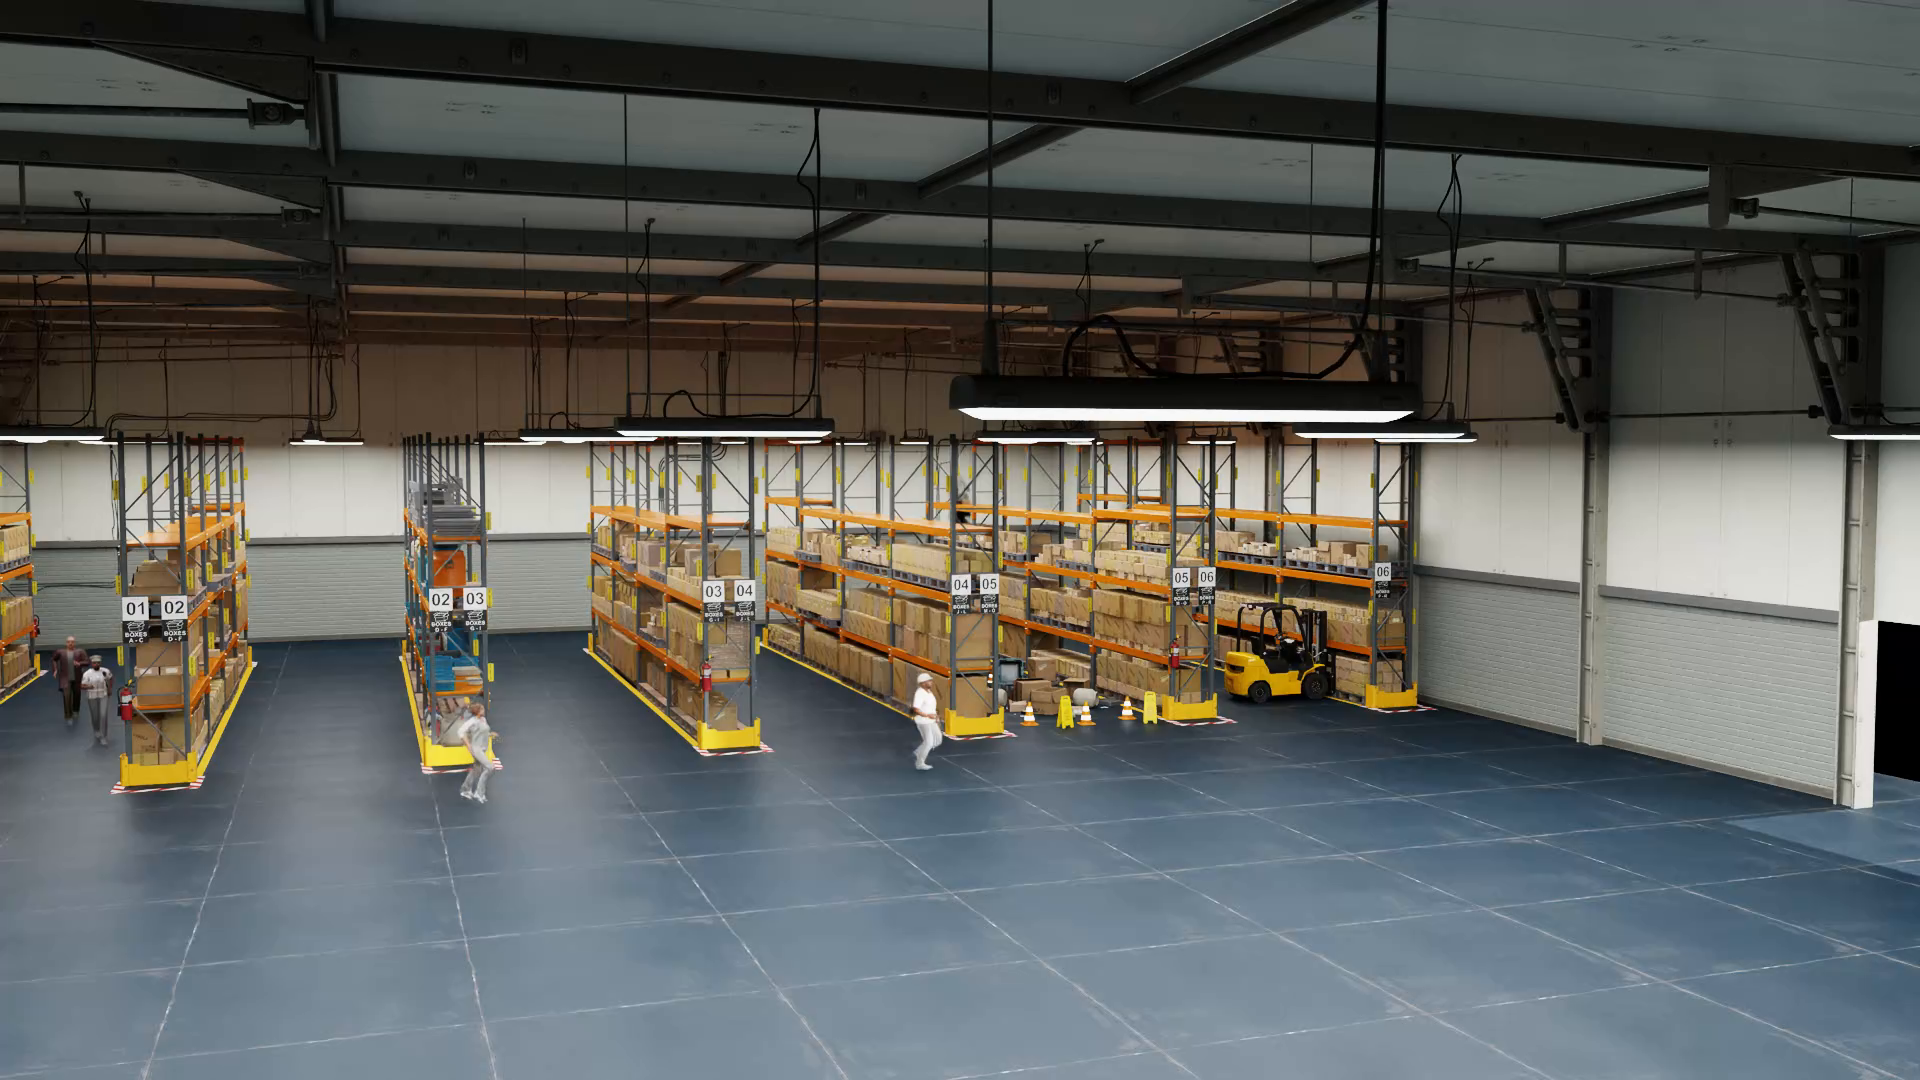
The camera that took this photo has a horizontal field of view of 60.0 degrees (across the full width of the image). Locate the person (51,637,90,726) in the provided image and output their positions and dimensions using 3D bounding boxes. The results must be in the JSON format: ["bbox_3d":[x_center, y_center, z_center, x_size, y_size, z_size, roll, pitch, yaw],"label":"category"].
[{"bbox_3d":[-18.435,2.891,34.497,0.697,1.782,1.045,-2,4,-31],"label":"person"}]

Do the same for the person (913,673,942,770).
[{"bbox_3d":[-0.577,3.217,29.504,0.569,1.721,0.674,1,3,19],"label":"person"}]

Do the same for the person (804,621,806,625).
[{"bbox_3d":[-4.576,1.922,49.796,0.982,1.771,0.785,2,4,26],"label":"person"}]

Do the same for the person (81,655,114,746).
[{"bbox_3d":[-16.718,3.085,32.237,0.570,1.739,0.862,-2,4,-26],"label":"person"}]

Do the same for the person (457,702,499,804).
[{"bbox_3d":[-7.765,3.439,26.812,0.685,1.637,0.445,0,3,6],"label":"person"}]
